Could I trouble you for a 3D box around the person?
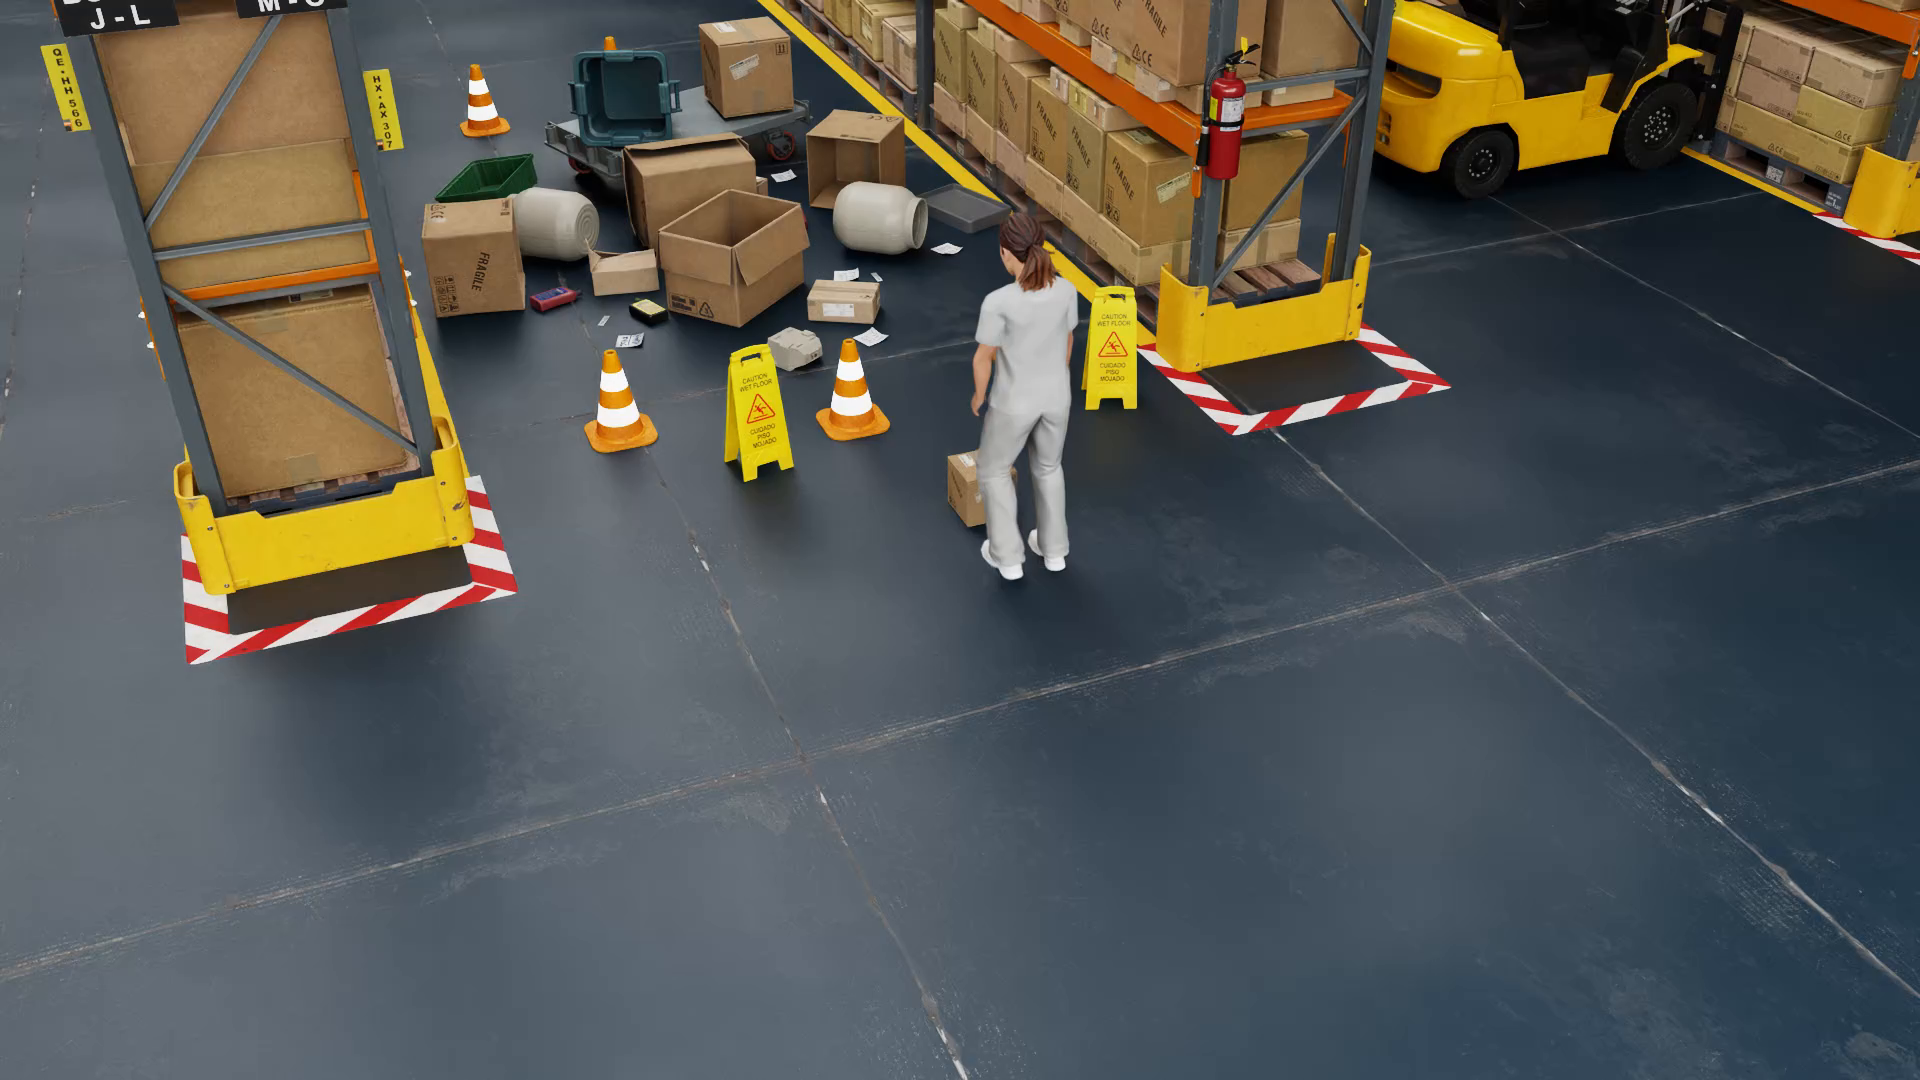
[{"bbox_3d":[0.267,-0.576,7.059,0.453,1.633,0.339,-12,35,-18],"label":"person"}]
